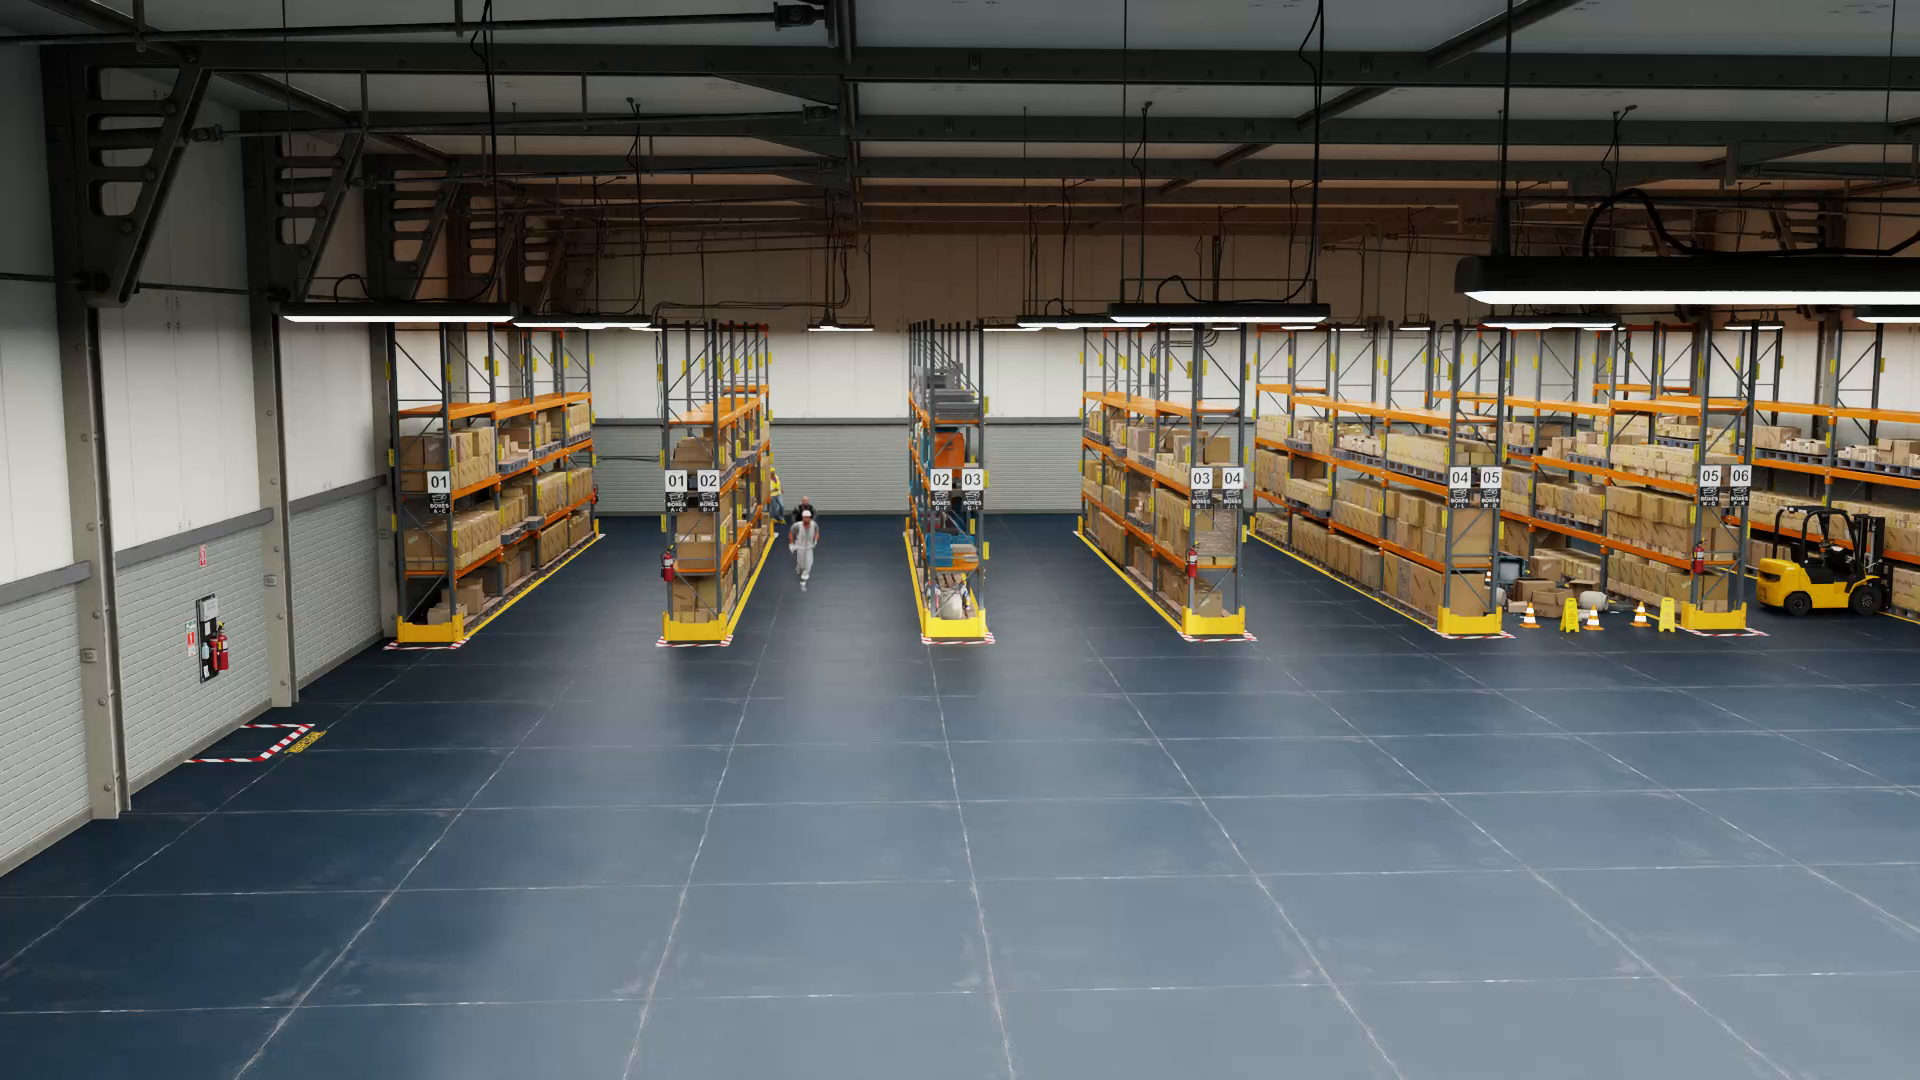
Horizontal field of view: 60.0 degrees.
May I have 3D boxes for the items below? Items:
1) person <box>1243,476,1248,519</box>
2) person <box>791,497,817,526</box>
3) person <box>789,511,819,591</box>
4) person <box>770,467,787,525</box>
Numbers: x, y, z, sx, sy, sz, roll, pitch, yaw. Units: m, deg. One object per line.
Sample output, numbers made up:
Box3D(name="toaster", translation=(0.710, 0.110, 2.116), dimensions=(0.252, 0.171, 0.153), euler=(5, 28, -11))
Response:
Box3D(name="person", translation=(8.419, -1.355, 50.172), dimensions=(0.667, 1.795, 0.836), euler=(6, 9, 41))
Box3D(name="person", translation=(-3.931, -0.290, 42.071), dimensions=(0.632, 1.638, 0.683), euler=(-2, 7, -19))
Box3D(name="person", translation=(-3.323, 0.209, 35.495), dimensions=(0.654, 1.732, 0.763), euler=(-3, 8, -23))
Box3D(name="person", translation=(-5.619, -1.317, 50.089), dimensions=(0.689, 1.783, 0.685), euler=(-5, 8, -33))
